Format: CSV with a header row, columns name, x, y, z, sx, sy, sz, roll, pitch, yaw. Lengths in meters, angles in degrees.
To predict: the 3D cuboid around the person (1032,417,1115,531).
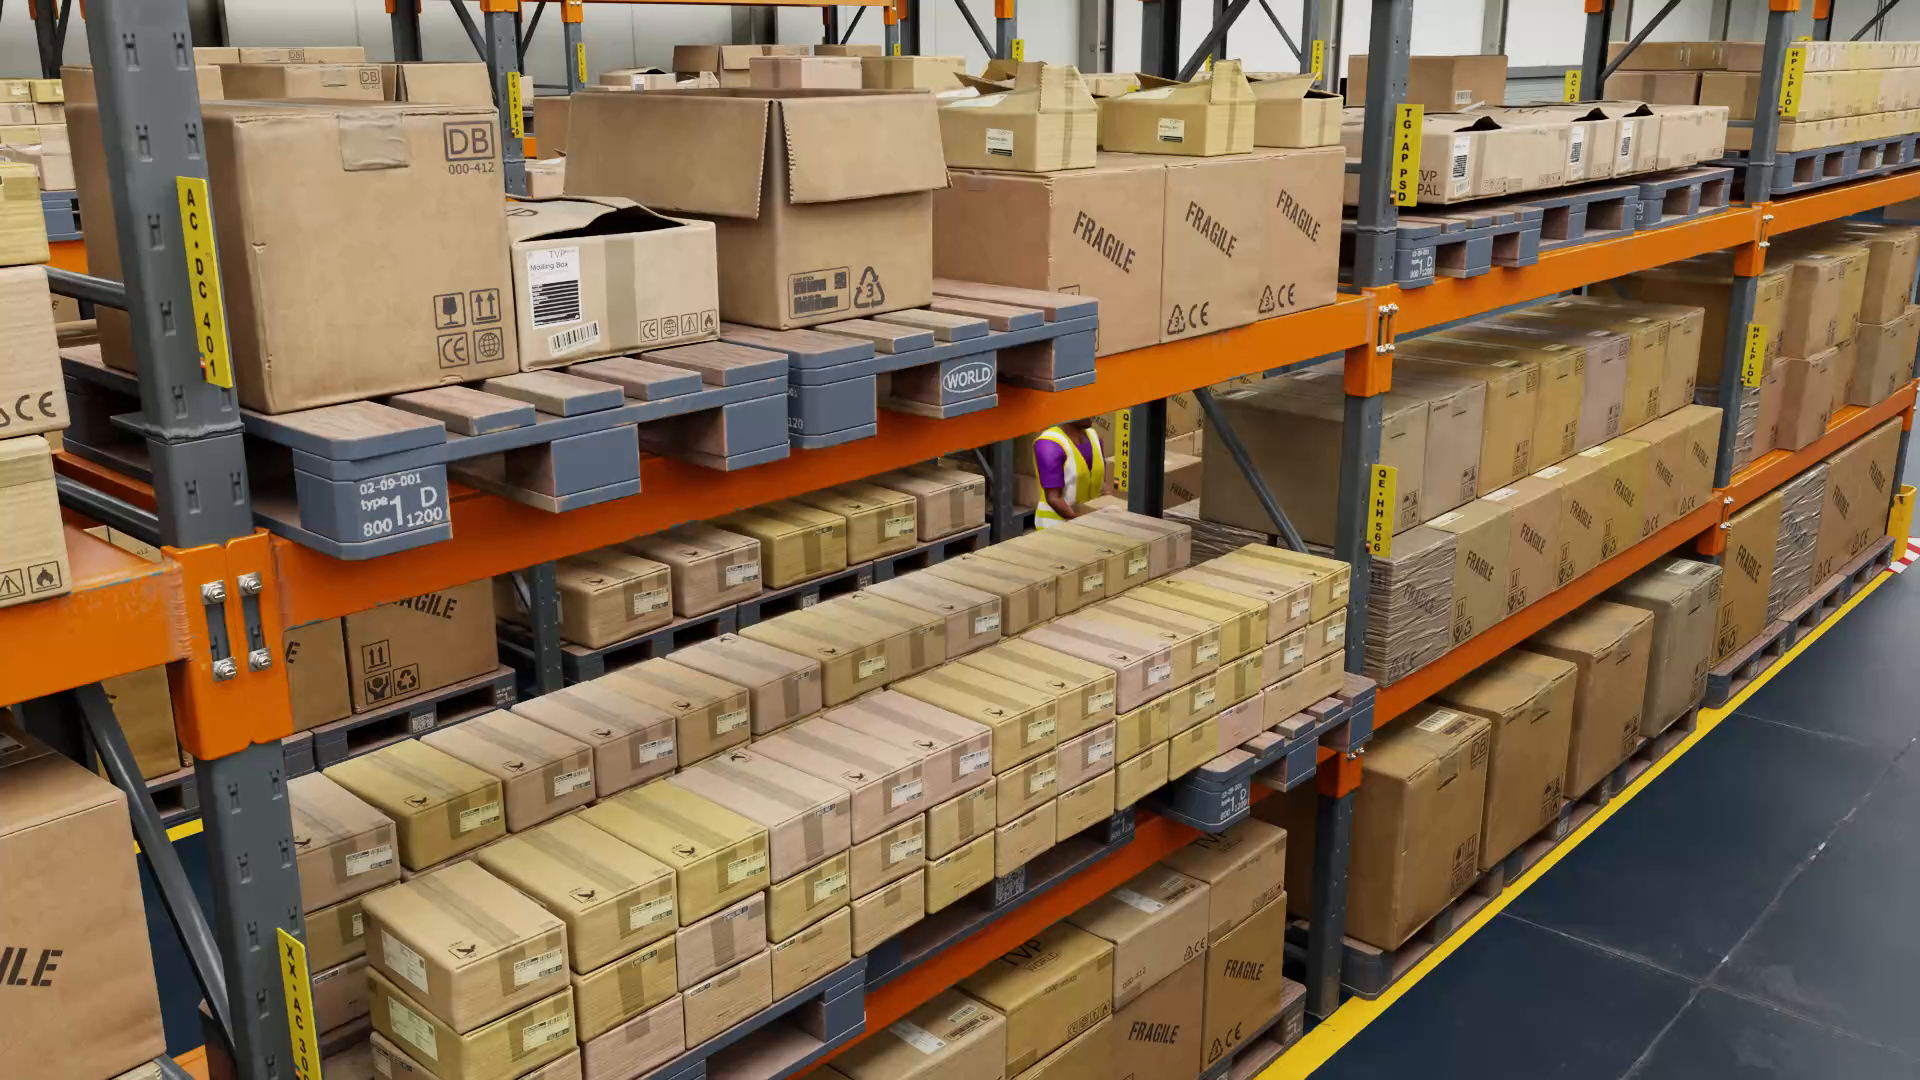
name,x,y,z,sx,sy,sz,roll,pitch,yaw
person,0.715,-0.042,9.647,0.539,1.774,0.549,14,22,39
